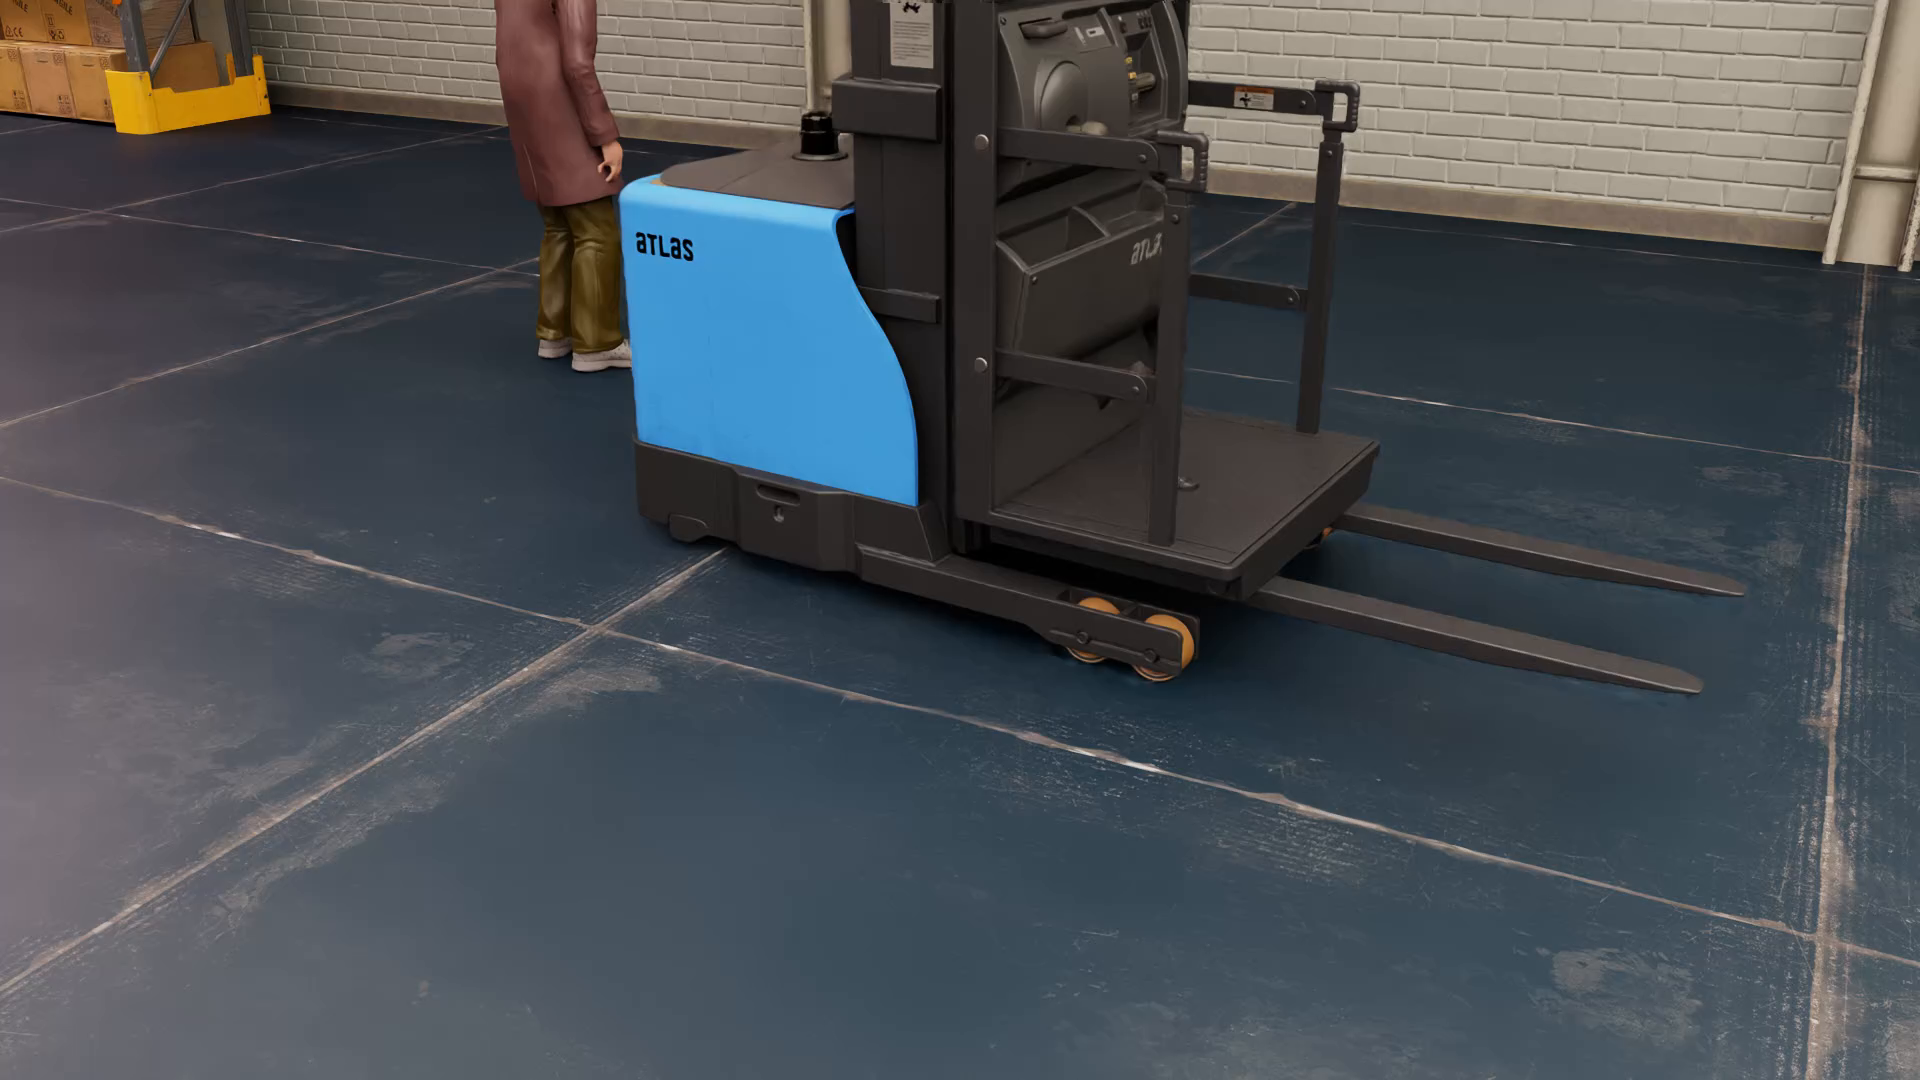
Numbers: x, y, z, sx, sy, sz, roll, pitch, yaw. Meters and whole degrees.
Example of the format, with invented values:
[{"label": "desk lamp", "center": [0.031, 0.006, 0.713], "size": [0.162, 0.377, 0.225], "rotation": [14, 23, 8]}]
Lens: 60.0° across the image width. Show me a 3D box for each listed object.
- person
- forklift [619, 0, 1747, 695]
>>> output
[{"label": "person", "center": [-1.548, -1.575, 6.512], "size": [0.425, 1.773, 0.653], "rotation": [-20, 30, -39]}, {"label": "forklift", "center": [0.535, -1.228, 4.206], "size": [3.031, 2.935, 1.130], "rotation": [14, 27, 29]}]
